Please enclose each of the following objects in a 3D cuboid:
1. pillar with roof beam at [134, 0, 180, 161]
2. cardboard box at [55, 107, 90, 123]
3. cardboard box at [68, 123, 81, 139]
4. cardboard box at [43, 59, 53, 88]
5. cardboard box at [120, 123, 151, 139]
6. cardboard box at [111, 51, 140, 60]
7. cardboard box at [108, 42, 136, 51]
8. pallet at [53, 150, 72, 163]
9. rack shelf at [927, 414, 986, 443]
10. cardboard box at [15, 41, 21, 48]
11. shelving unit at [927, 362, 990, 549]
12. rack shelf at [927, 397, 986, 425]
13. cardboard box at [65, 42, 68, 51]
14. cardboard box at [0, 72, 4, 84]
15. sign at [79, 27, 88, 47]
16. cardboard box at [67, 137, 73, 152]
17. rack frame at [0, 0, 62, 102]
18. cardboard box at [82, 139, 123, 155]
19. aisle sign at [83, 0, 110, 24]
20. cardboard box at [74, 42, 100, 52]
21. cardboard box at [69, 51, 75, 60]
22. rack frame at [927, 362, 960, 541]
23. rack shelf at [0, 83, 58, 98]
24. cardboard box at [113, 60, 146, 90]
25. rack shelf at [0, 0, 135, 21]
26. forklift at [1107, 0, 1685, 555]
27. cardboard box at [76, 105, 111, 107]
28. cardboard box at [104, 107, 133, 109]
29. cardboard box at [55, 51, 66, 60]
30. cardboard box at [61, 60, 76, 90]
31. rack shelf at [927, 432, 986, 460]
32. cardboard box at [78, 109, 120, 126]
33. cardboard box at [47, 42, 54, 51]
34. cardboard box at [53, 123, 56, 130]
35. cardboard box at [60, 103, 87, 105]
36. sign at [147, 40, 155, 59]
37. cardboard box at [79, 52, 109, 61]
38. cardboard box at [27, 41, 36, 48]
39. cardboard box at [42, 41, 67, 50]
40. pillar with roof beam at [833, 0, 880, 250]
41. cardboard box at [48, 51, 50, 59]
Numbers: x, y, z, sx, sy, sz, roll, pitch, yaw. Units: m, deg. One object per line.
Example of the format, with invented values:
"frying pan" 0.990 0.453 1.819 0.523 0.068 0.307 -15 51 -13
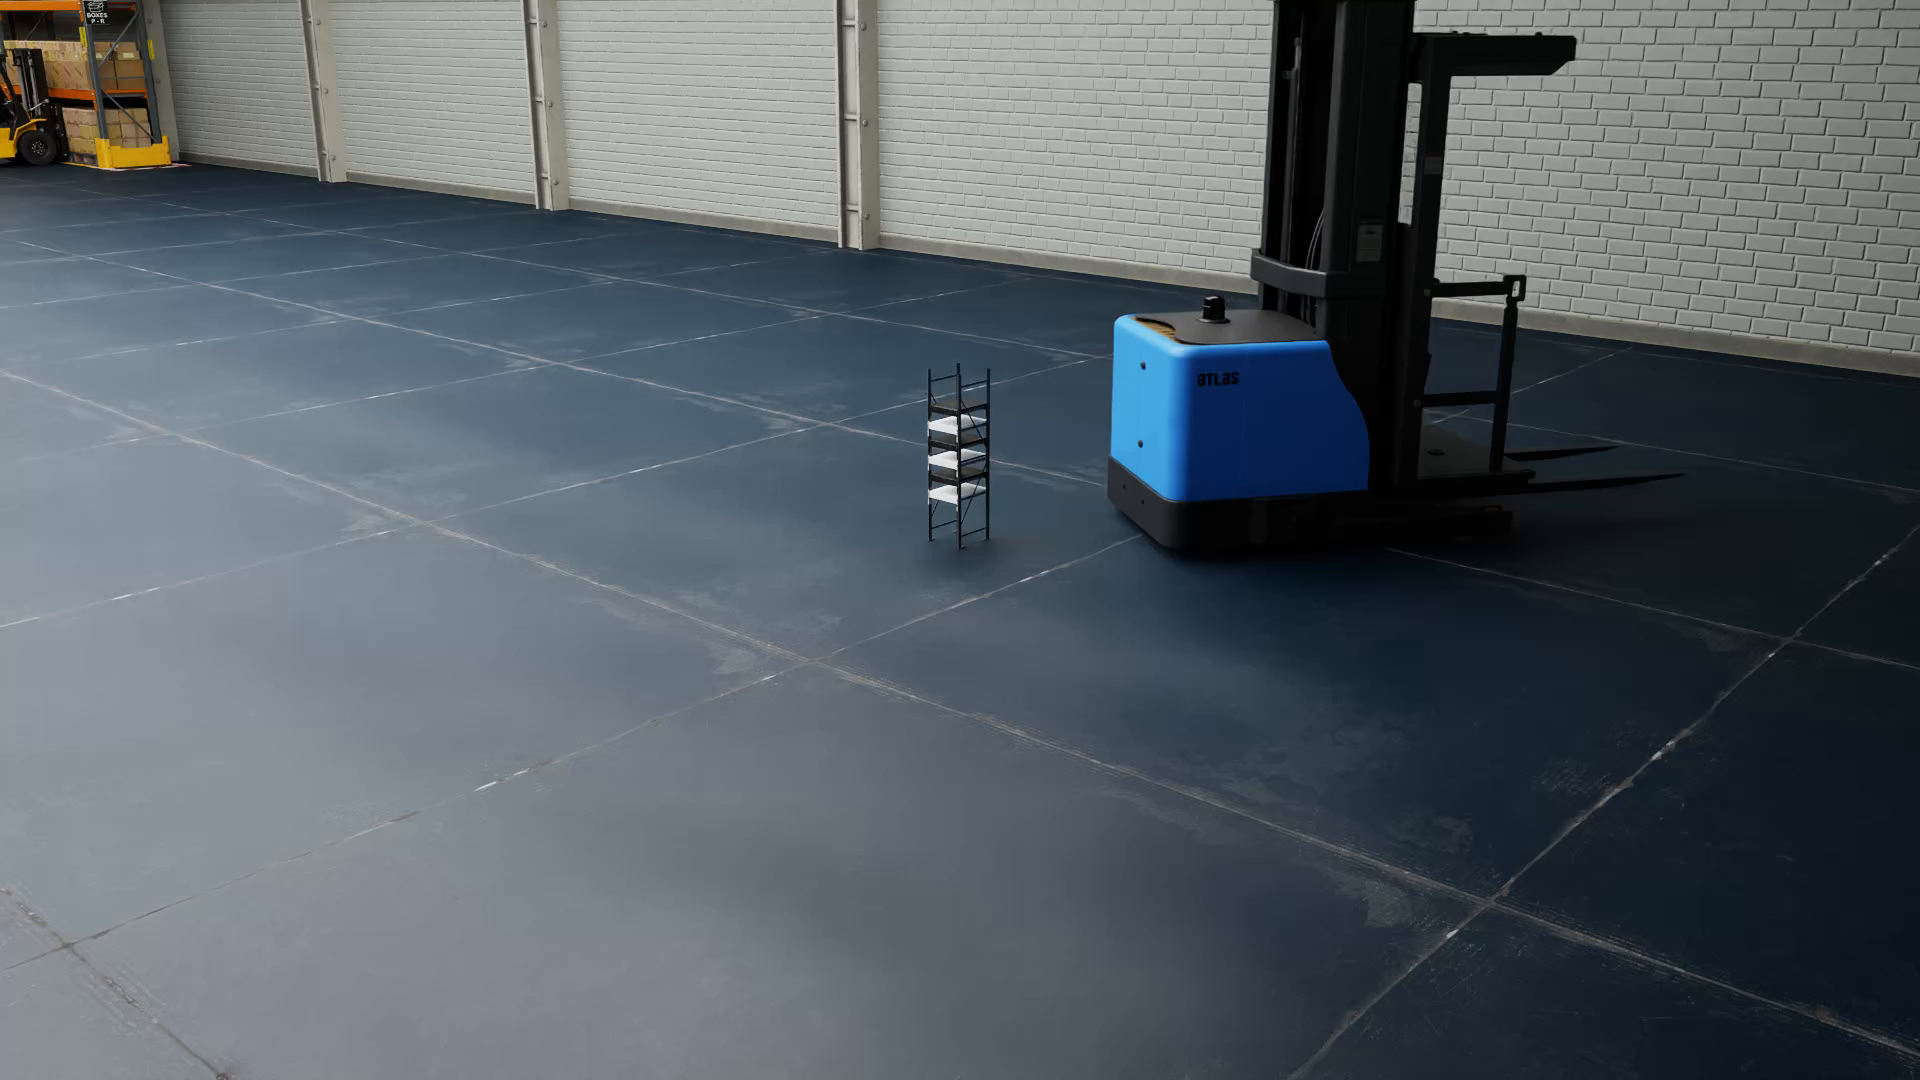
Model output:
"pillar with roof beam" -17.489 -10.335 26.301 0.400 9.000 9.100 15 23 39
"cardboard box" -16.031 -7.694 30.096 0.500 0.250 0.500 15 23 40
"cardboard box" -15.649 -7.364 29.882 0.500 0.250 0.500 15 23 39
"cardboard box" -16.400 -8.501 30.273 0.500 0.500 0.500 15 23 40
"cardboard box" -14.923 -7.375 29.917 0.500 0.250 0.500 16 23 40
"cardboard box" -14.791 -8.590 29.481 0.250 0.149 0.380 14 23 38
"cardboard box" -14.819 -8.720 29.401 0.250 0.149 0.380 14 23 38
"pallet" -16.217 -7.166 30.843 1.213 0.211 1.003 15 23 39
"rack shelf" -0.006 -0.570 8.436 0.200 0.077 0.258 15 23 39
"cardboard box" -17.392 -9.249 31.066 0.250 0.149 0.380 15 23 40
"shelving unit" -0.006 -0.431 8.481 0.210 0.900 0.258 15 23 39
"rack shelf" -0.006 -0.656 8.409 0.200 0.077 0.258 15 23 39
"cardboard box" -15.673 -8.785 29.604 0.250 0.149 0.380 15 23 40
"cardboard box" -18.252 -8.880 31.881 0.500 0.250 0.500 16 23 40
"sign" -15.080 -8.651 28.606 0.005 0.325 0.100 15 23 39
"cardboard box" -16.004 -7.223 30.264 0.500 0.250 0.500 15 23 40
"rack frame" -17.701 -8.909 31.726 0.127 3.000 1.000 15 23 39
"cardboard box" -15.270 -7.019 29.619 0.500 0.250 0.500 15 23 40
"aisle sign" -14.855 -9.266 28.551 0.004 0.787 0.394 15 23 39
"cardboard box" -15.322 -8.671 29.247 0.250 0.149 0.380 15 23 39
"cardboard box" -15.519 -8.580 29.450 0.250 0.149 0.380 16 23 40
"rack frame" -0.082 -0.451 8.545 0.006 0.900 0.240 15 23 39
"rack shelf" -19.197 -8.968 33.100 4.000 0.370 1.077 15 23 39
"cardboard box" -14.895 -8.316 29.691 0.500 0.500 0.500 16 24 41
"rack shelf" -16.205 -9.594 30.115 4.000 0.370 1.077 15 23 39
"forklift" 2.378 -1.536 8.608 3.031 2.935 1.130 -4 18 -13
"cardboard box" -16.065 -7.918 30.802 0.500 0.250 0.500 14 23 38
"cardboard box" -15.319 -7.711 30.149 0.500 0.250 0.500 15 23 39
"cardboard box" -15.928 -8.675 29.750 0.250 0.149 0.380 14 22 38
"cardboard box" -15.634 -8.299 29.639 0.500 0.500 0.500 16 24 41
"rack shelf" -0.006 -0.485 8.464 0.200 0.077 0.258 15 23 39
"cardboard box" -15.261 -7.494 29.465 0.500 0.250 0.500 16 24 41
"cardboard box" -16.138 -8.863 29.849 0.250 0.149 0.380 16 23 40
"cardboard box" -16.421 -7.564 30.513 0.500 0.250 0.500 15 23 39
"cardboard box" -16.816 -8.122 31.443 0.500 0.250 0.500 15 23 38
"sign" -14.336 -8.681 29.444 0.005 0.325 0.100 15 23 39
"cardboard box" -15.155 -8.469 29.101 0.250 0.149 0.380 15 23 40
"cardboard box" -16.871 -9.075 30.517 0.250 0.149 0.380 15 23 38
"cardboard box" -16.445 -8.990 30.251 0.250 0.149 0.380 15 23 39
"pillar with roof beam" -4.026 -6.721 14.913 0.400 9.000 9.100 15 23 39
"cardboard box" -16.257 -8.792 30.118 0.250 0.149 0.380 15 23 39
